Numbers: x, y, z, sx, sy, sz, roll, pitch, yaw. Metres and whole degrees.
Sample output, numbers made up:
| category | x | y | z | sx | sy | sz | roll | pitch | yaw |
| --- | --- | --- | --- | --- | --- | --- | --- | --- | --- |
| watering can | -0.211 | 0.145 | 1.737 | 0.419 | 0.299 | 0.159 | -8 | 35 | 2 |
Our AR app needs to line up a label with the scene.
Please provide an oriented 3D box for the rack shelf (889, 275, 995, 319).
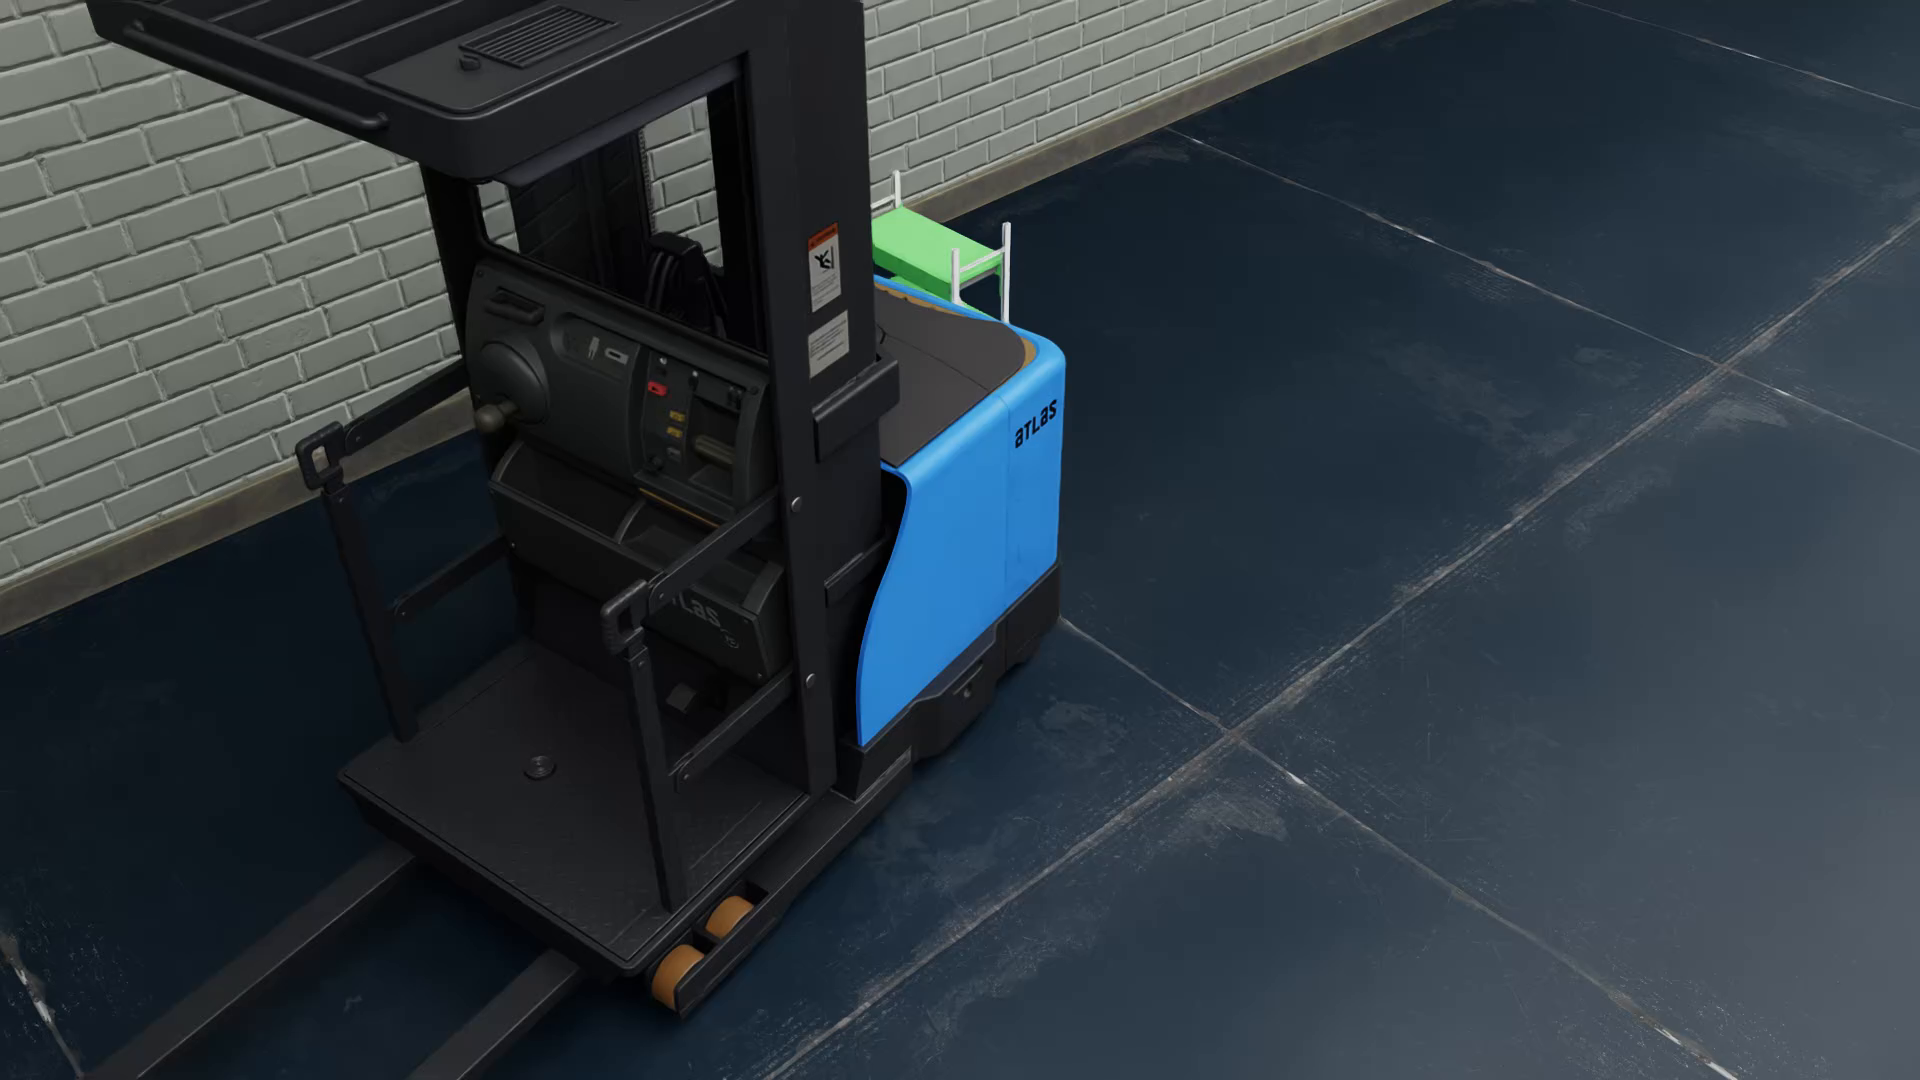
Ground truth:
| category | x | y | z | sx | sy | sz | roll | pitch | yaw |
| --- | --- | --- | --- | --- | --- | --- | --- | --- | --- |
| rack shelf | -0.110 | -0.686 | 5.364 | 0.258 | 0.148 | 0.480 | -32 | 49 | -33 |

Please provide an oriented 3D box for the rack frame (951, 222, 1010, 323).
| category | x | y | z | sx | sy | sz | roll | pitch | yaw |
| --- | --- | --- | --- | --- | --- | --- | --- | --- | --- |
| rack frame | 0.063 | -0.441 | 5.341 | 0.240 | 1.200 | 0.015 | -32 | 49 | -33 |

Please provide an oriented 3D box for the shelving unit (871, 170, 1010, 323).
| category | x | y | z | sx | sy | sz | roll | pitch | yaw |
| --- | --- | --- | --- | --- | --- | --- | --- | --- | --- |
| shelving unit | -0.110 | -0.549 | 5.475 | 0.258 | 1.200 | 0.503 | -32 | 49 | -33 |

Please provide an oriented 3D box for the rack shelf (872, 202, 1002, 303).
| category | x | y | z | sx | sy | sz | roll | pitch | yaw |
| --- | --- | --- | --- | --- | --- | --- | --- | --- | --- |
| rack shelf | -0.110 | -0.873 | 5.214 | 0.258 | 0.148 | 0.480 | -32 | 49 | -33 |

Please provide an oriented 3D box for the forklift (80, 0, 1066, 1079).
| category | x | y | z | sx | sy | sz | roll | pitch | yaw |
| --- | --- | --- | --- | --- | --- | --- | --- | --- | --- |
| forklift | -0.947 | -0.285 | 3.771 | 1.130 | 2.935 | 3.031 | 24 | 45 | 27 |

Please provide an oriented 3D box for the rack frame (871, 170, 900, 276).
| category | x | y | z | sx | sy | sz | roll | pitch | yaw |
| --- | --- | --- | --- | --- | --- | --- | --- | --- | --- |
| rack frame | -0.282 | -0.658 | 5.609 | 0.240 | 1.200 | 0.015 | -32 | 49 | -33 |
